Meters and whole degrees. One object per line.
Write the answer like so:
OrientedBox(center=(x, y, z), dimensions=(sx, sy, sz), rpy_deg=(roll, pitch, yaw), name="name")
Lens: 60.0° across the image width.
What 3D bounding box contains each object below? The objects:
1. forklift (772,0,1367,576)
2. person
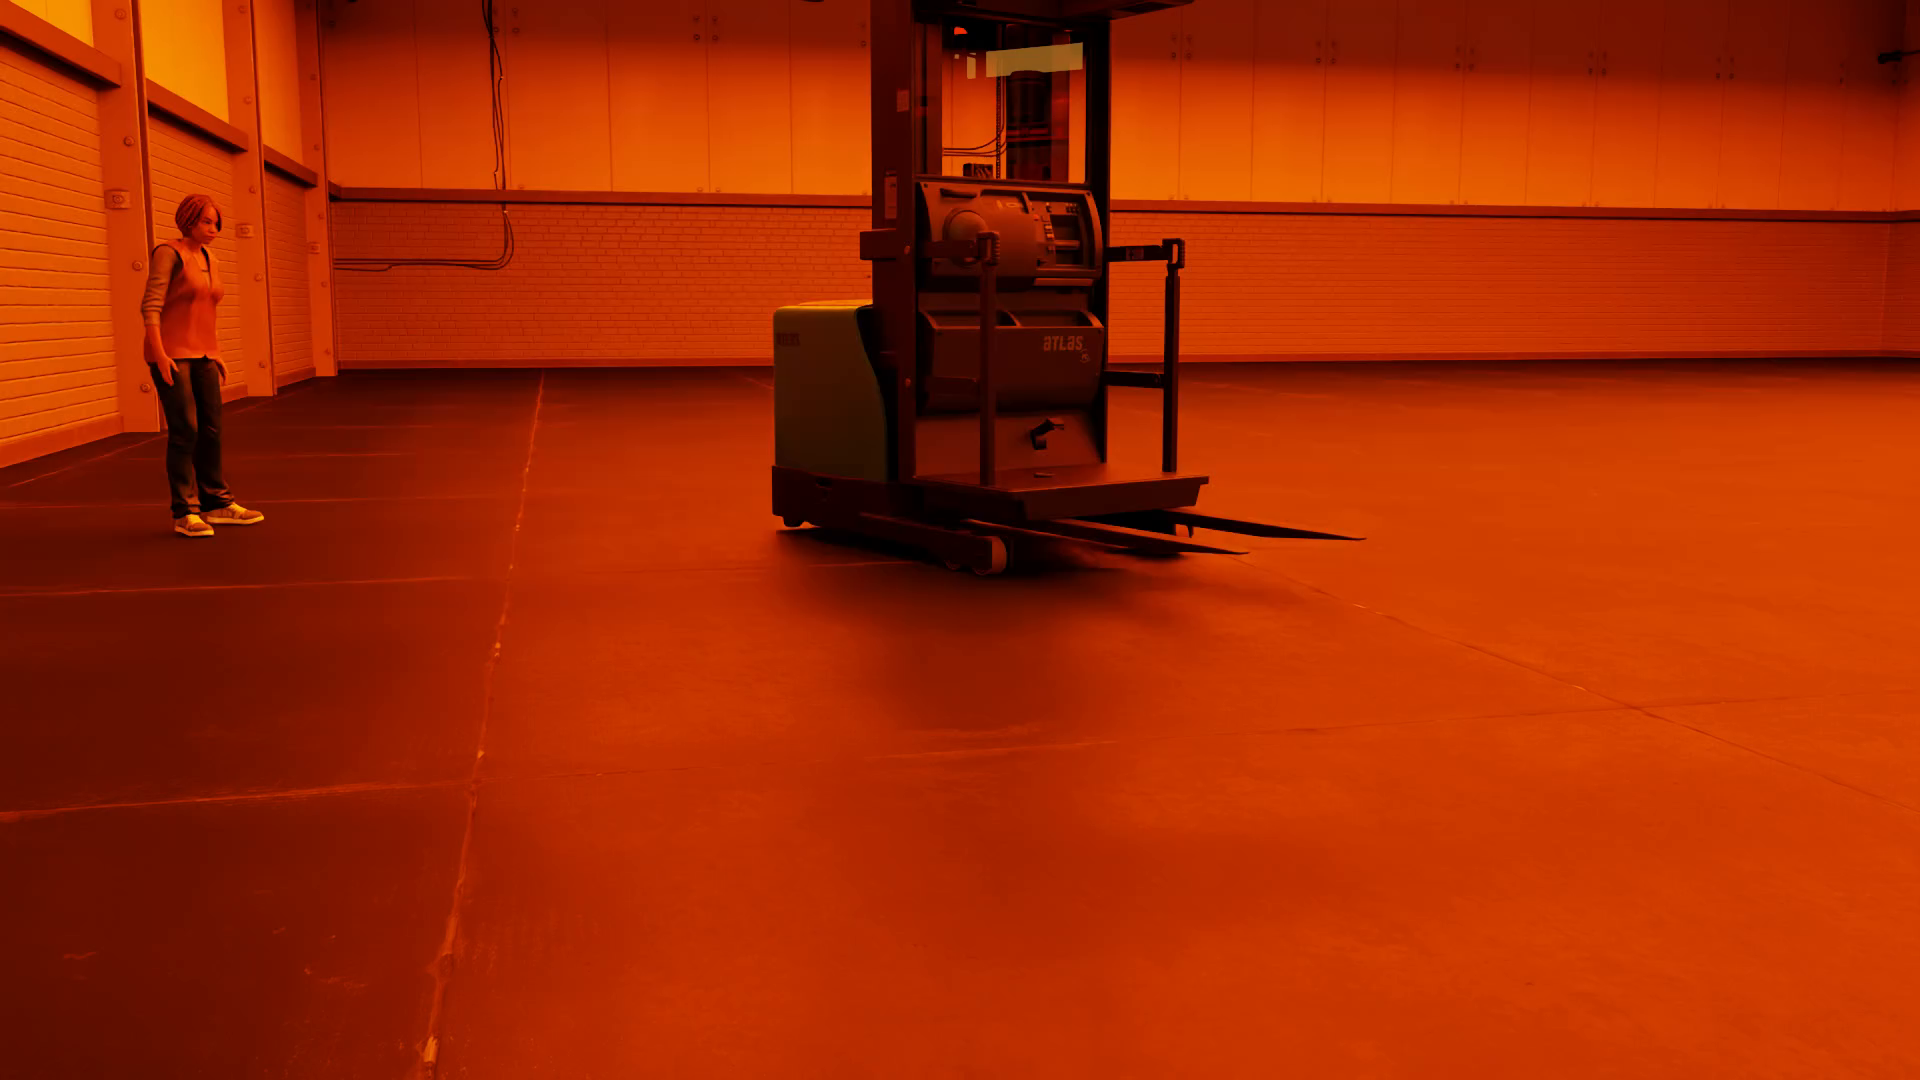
OrientedBox(center=(0.355, -1.383, 7.015), dimensions=(1.130, 2.935, 3.031), rpy_deg=(-6, 10, -35), name="forklift")
OrientedBox(center=(-3.657, -0.835, 7.947), dimensions=(0.391, 1.596, 0.549), rpy_deg=(2, 8, 11), name="person")
